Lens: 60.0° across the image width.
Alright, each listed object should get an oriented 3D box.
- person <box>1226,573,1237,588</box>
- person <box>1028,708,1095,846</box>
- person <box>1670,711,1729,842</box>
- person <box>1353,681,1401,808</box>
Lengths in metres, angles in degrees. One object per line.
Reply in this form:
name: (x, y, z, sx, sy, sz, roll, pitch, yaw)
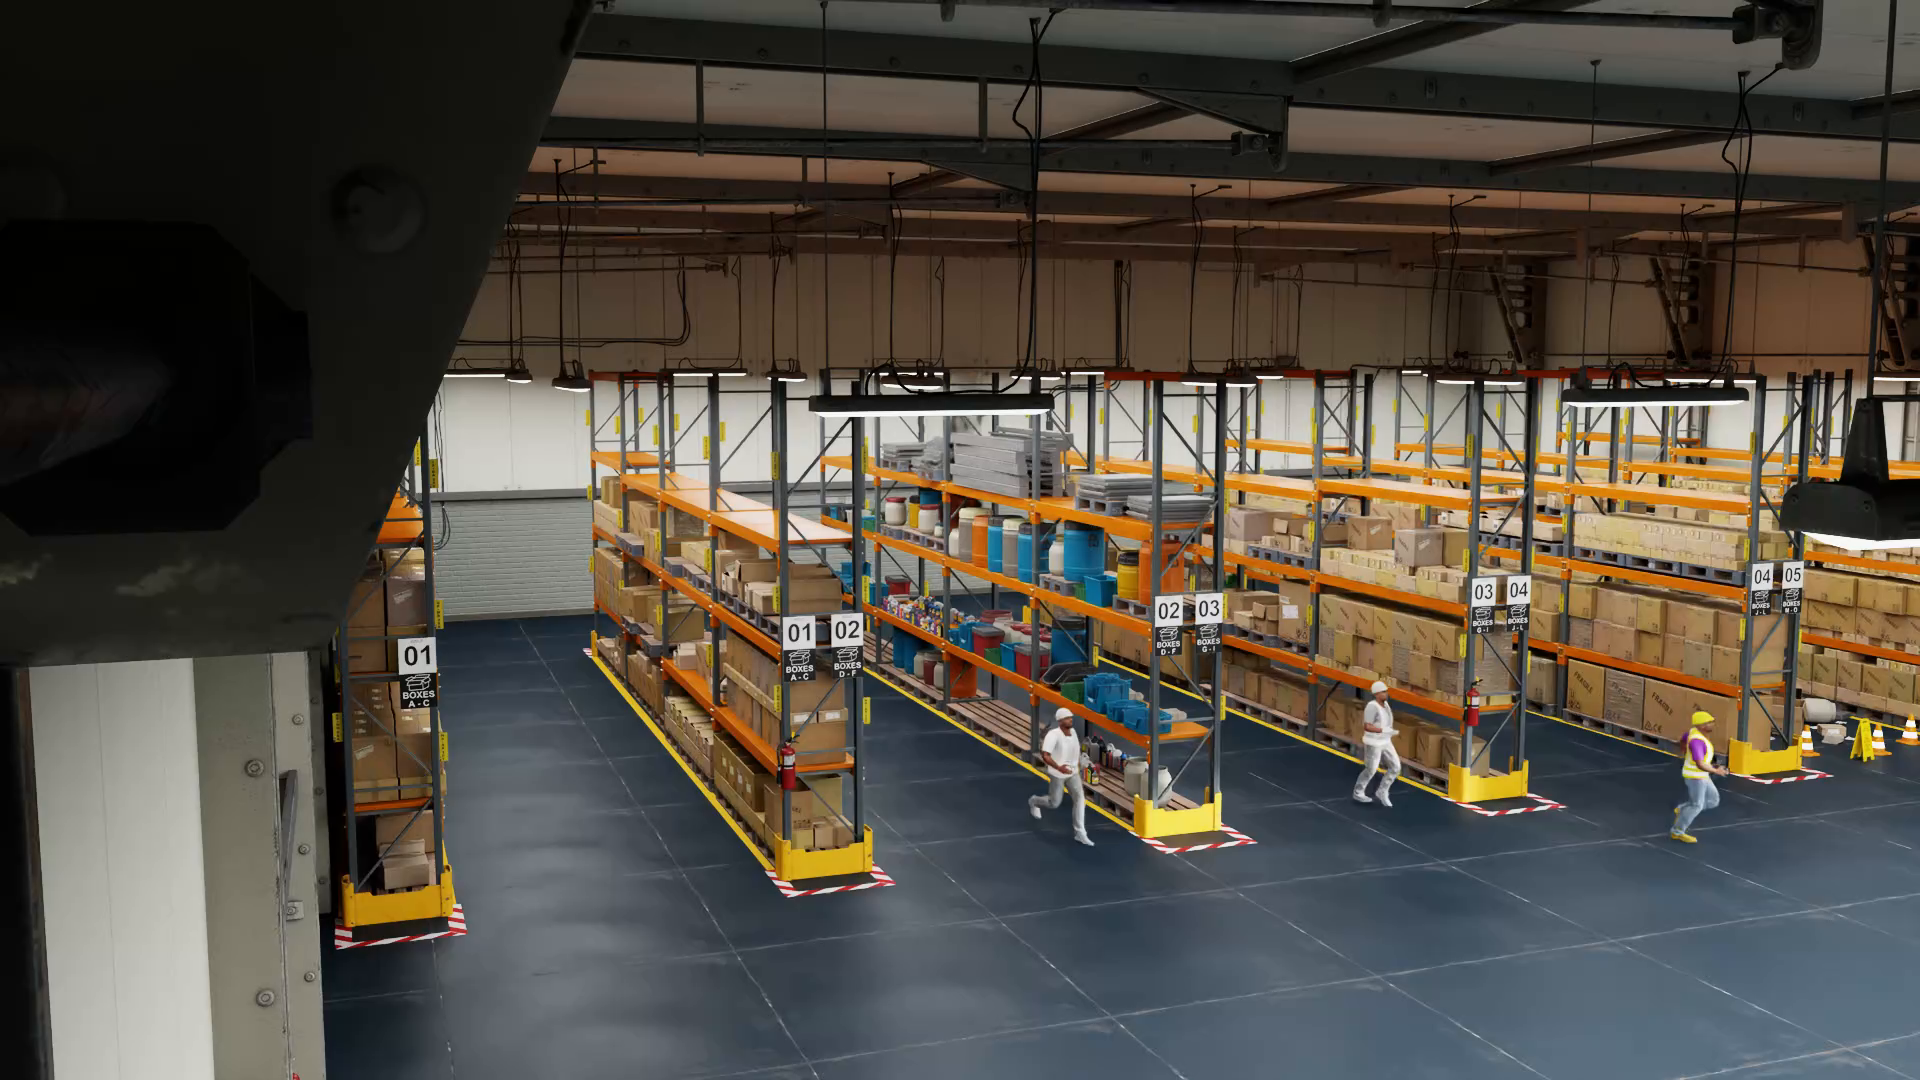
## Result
person: (6.888, 0.806, 41.486, 0.901, 1.775, 0.693, 2, 7, 18)
person: (1.321, 3.060, 21.752, 0.671, 1.757, 1.092, -5, 8, -39)
person: (9.637, 3.067, 21.634, 0.668, 1.719, 0.723, 3, 7, 25)
person: (5.845, 2.868, 23.209, 0.671, 1.814, 0.736, -6, 9, -43)
